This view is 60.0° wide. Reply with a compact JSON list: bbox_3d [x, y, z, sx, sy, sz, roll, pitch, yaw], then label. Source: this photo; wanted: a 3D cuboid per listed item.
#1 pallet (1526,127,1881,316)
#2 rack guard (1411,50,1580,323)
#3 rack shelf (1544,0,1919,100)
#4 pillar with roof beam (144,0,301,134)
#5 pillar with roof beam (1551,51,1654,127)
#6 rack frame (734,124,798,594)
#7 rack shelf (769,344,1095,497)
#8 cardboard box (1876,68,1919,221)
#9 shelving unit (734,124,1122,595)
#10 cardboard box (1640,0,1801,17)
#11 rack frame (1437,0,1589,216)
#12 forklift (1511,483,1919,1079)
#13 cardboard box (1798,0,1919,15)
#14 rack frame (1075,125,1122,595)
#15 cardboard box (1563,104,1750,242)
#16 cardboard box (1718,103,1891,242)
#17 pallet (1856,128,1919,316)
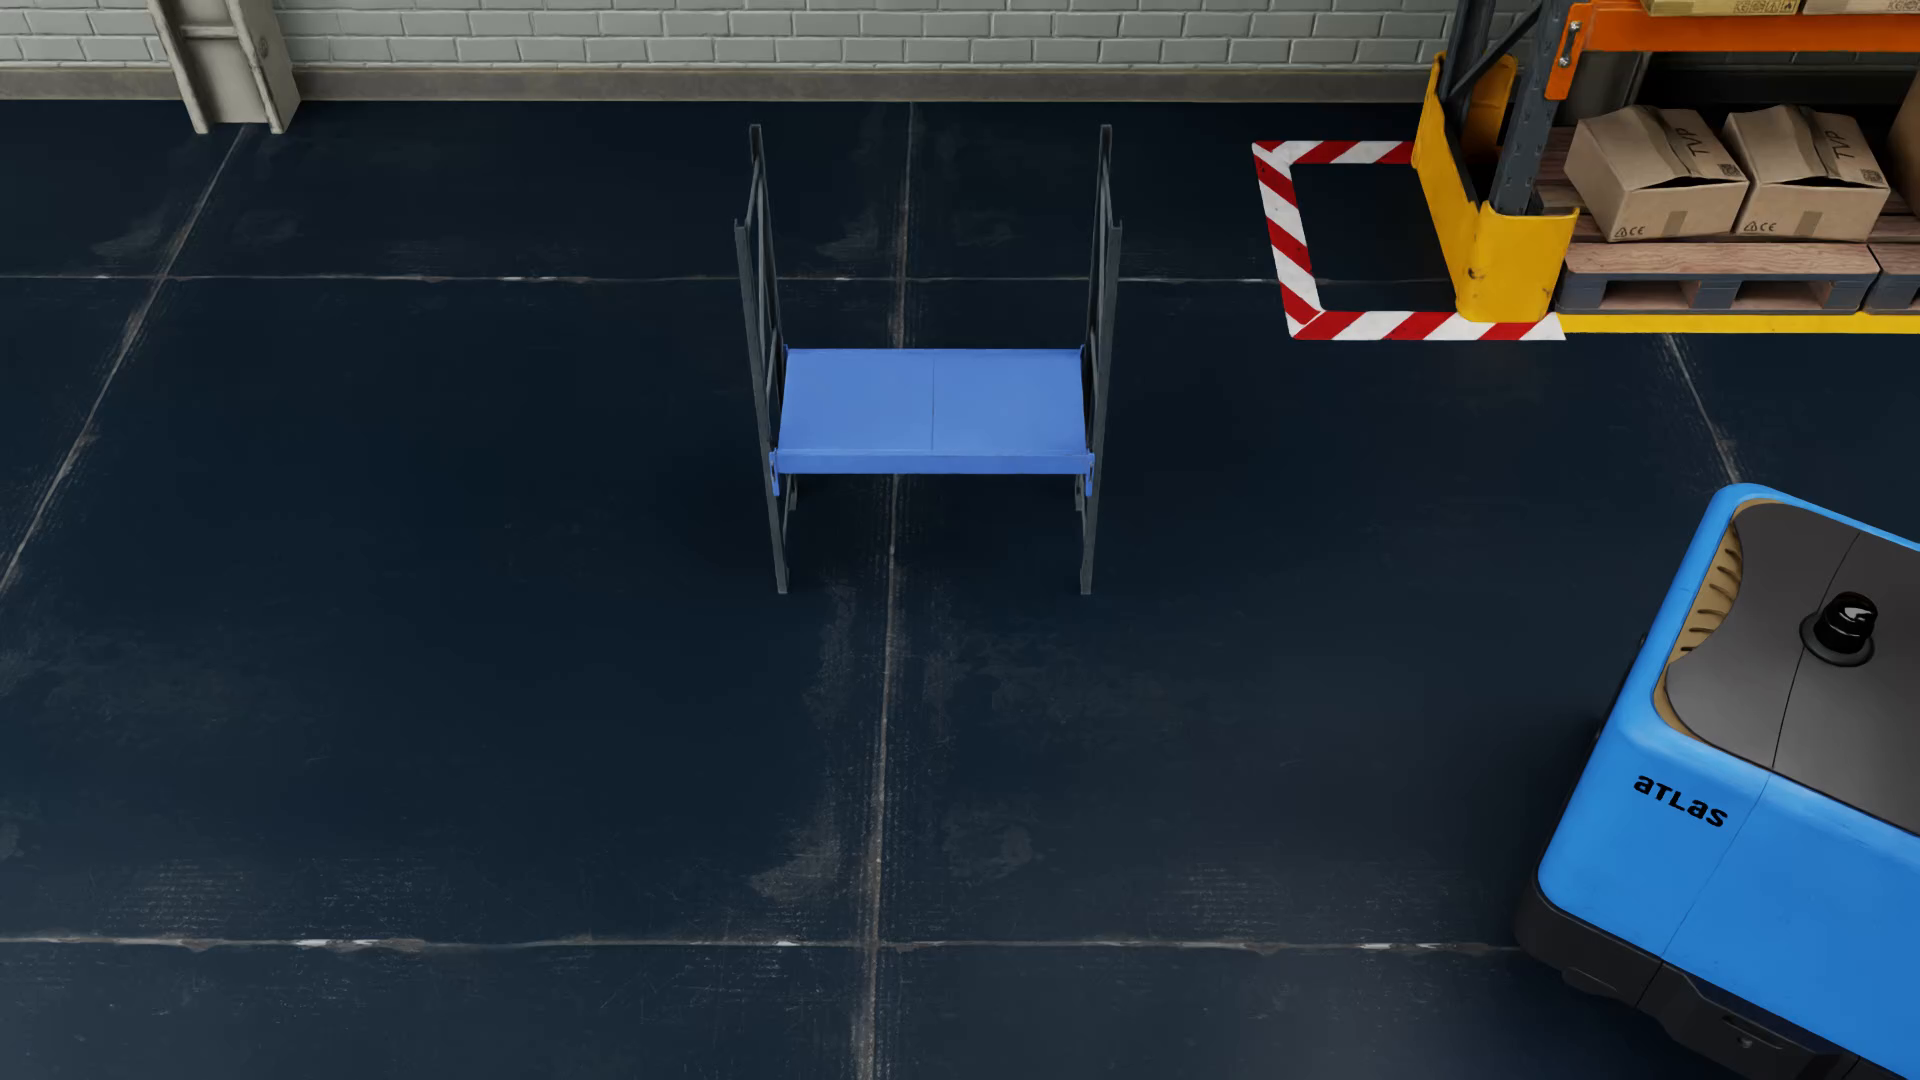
[{"bbox_3d":[2.962,-1.328,6.842,1.213,0.211,1.003,0,47,0],"label":"pallet"},{"bbox_3d":[2.149,-1.455,6.762,0.348,0.500,1.175,0,47,0],"label":"rack guard"},{"bbox_3d":[4.073,-2.056,6.106,4.000,0.370,1.077,0,47,0],"label":"rack shelf"},{"bbox_3d":[-3.239,-1.847,1.321,0.400,9.000,9.100,0,47,0],"label":"pillar with roof beam"},{"bbox_3d":[2.760,-1.831,1.306,0.400,9.000,9.100,0,47,0],"label":"pillar with roof beam"},{"bbox_3d":[-0.594,-0.513,5.203,0.032,1.500,0.500,0,47,0],"label":"rack frame"},{"bbox_3d":[-0.085,-0.389,5.333,1.000,0.185,0.538,0,47,0],"label":"rack shelf"},{"bbox_3d":[4.068,-1.497,6.501,0.500,0.500,0.700,-3,47,-2],"label":"cardboard box"},{"bbox_3d":[-0.085,-0.511,5.201,1.048,1.500,0.538,0,47,0],"label":"shelving unit"},{"bbox_3d":[2.560,-2.028,5.678,0.500,0.250,0.500,-1,47,-1],"label":"cardboard box"},{"bbox_3d":[2.073,-2.306,5.848,0.127,3.000,1.000,0,47,0],"label":"rack frame"},{"bbox_3d":[3.056,0.436,3.342,3.031,2.935,1.130,25,52,22],"label":"forklift"},{"bbox_3d":[3.079,-2.037,5.686,0.500,0.250,0.500,-1,47,-1],"label":"cardboard box"},{"bbox_3d":[0.423,-0.510,5.200,0.032,1.500,0.500,0,47,0],"label":"rack frame"},{"bbox_3d":[2.765,-1.473,6.608,0.500,0.311,0.500,-5,47,-4],"label":"cardboard box"},{"bbox_3d":[3.335,-1.471,6.606,0.500,0.311,0.500,4,47,3],"label":"cardboard box"},{"bbox_3d":[4.178,-1.323,6.837,1.213,0.211,1.003,0,47,0],"label":"pallet"}]
